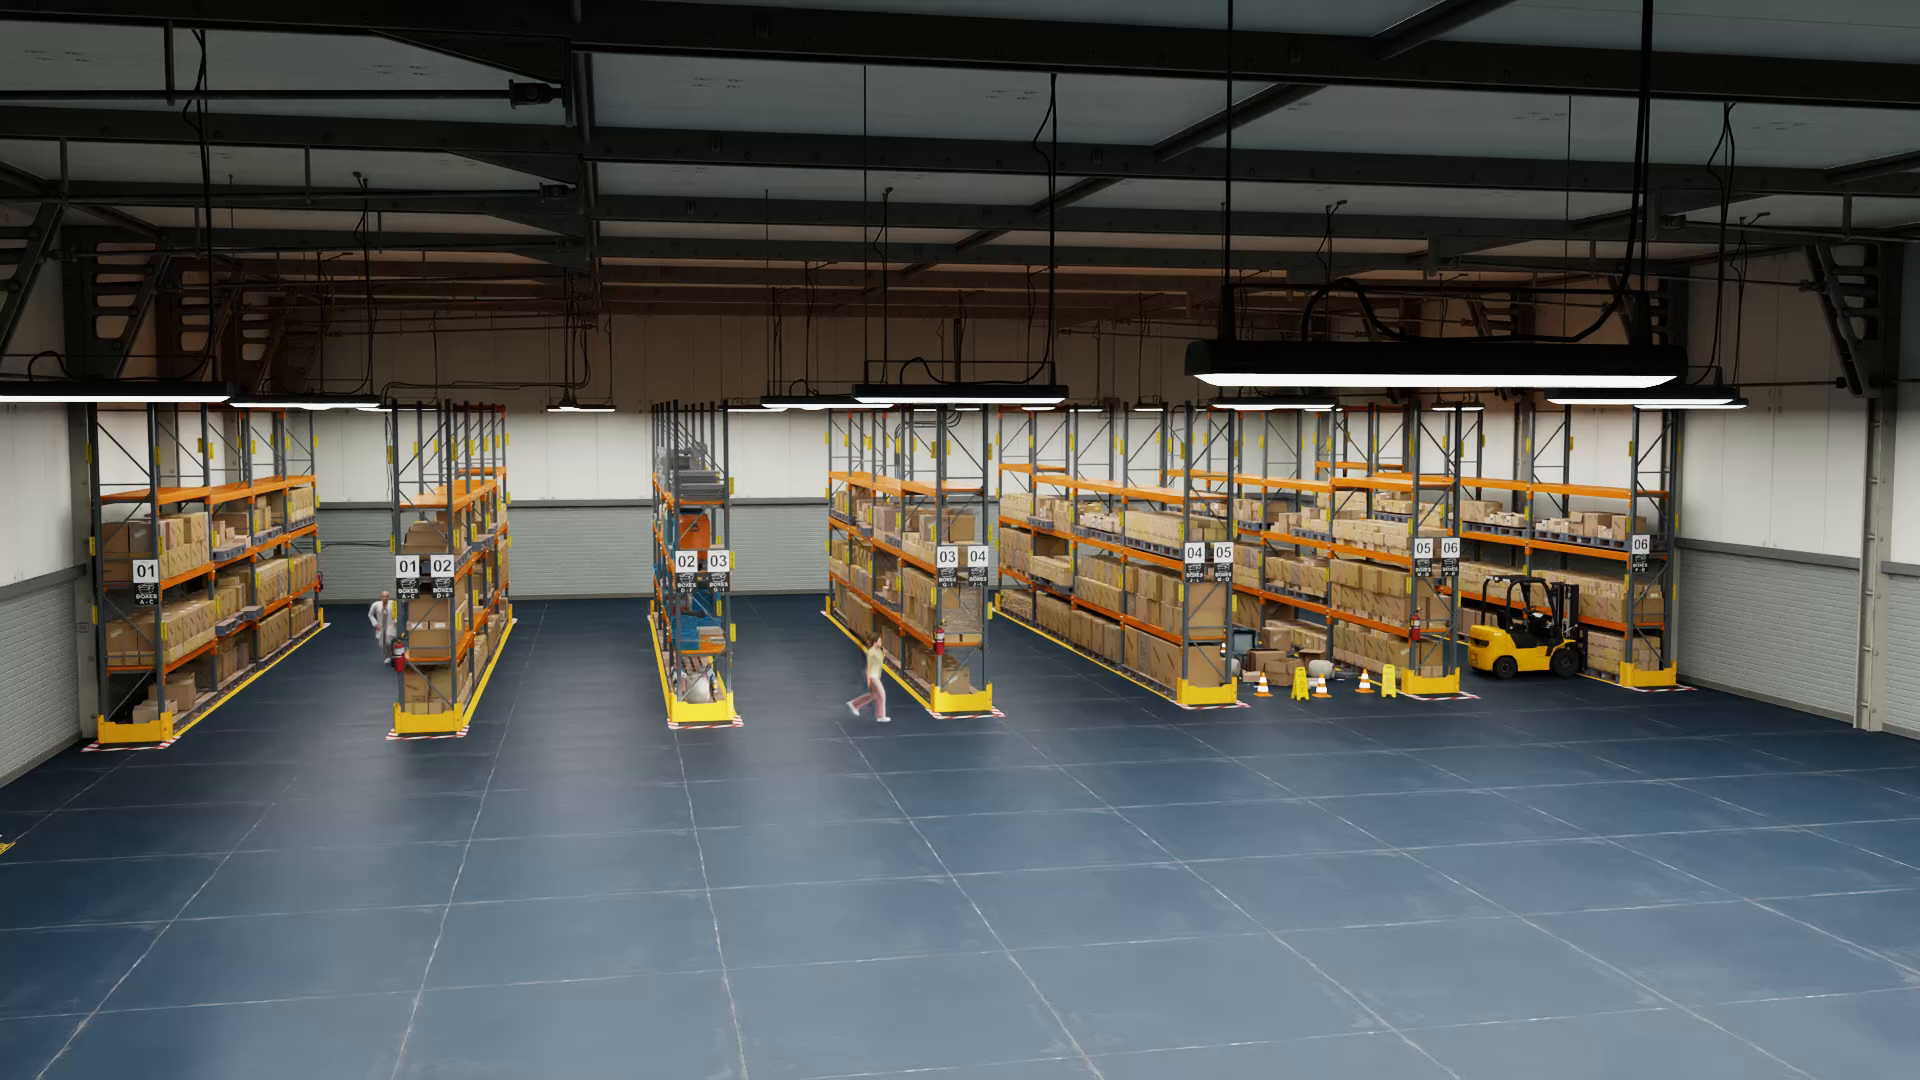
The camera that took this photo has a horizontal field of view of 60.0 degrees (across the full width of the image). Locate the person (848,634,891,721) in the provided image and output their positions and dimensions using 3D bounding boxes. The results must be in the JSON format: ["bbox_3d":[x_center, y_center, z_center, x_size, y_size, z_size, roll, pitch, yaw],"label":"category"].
[{"bbox_3d":[-1.686,2.555,31.062,0.900,1.623,0.453,1,5,17],"label":"person"}]

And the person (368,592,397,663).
[{"bbox_3d":[-13.228,2.011,38.290,0.682,1.674,0.669,0,4,-4],"label":"person"}]

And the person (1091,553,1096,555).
[{"bbox_3d":[3.765,1.268,47.184,0.545,1.780,0.616,-4,6,-42],"label":"person"}]
